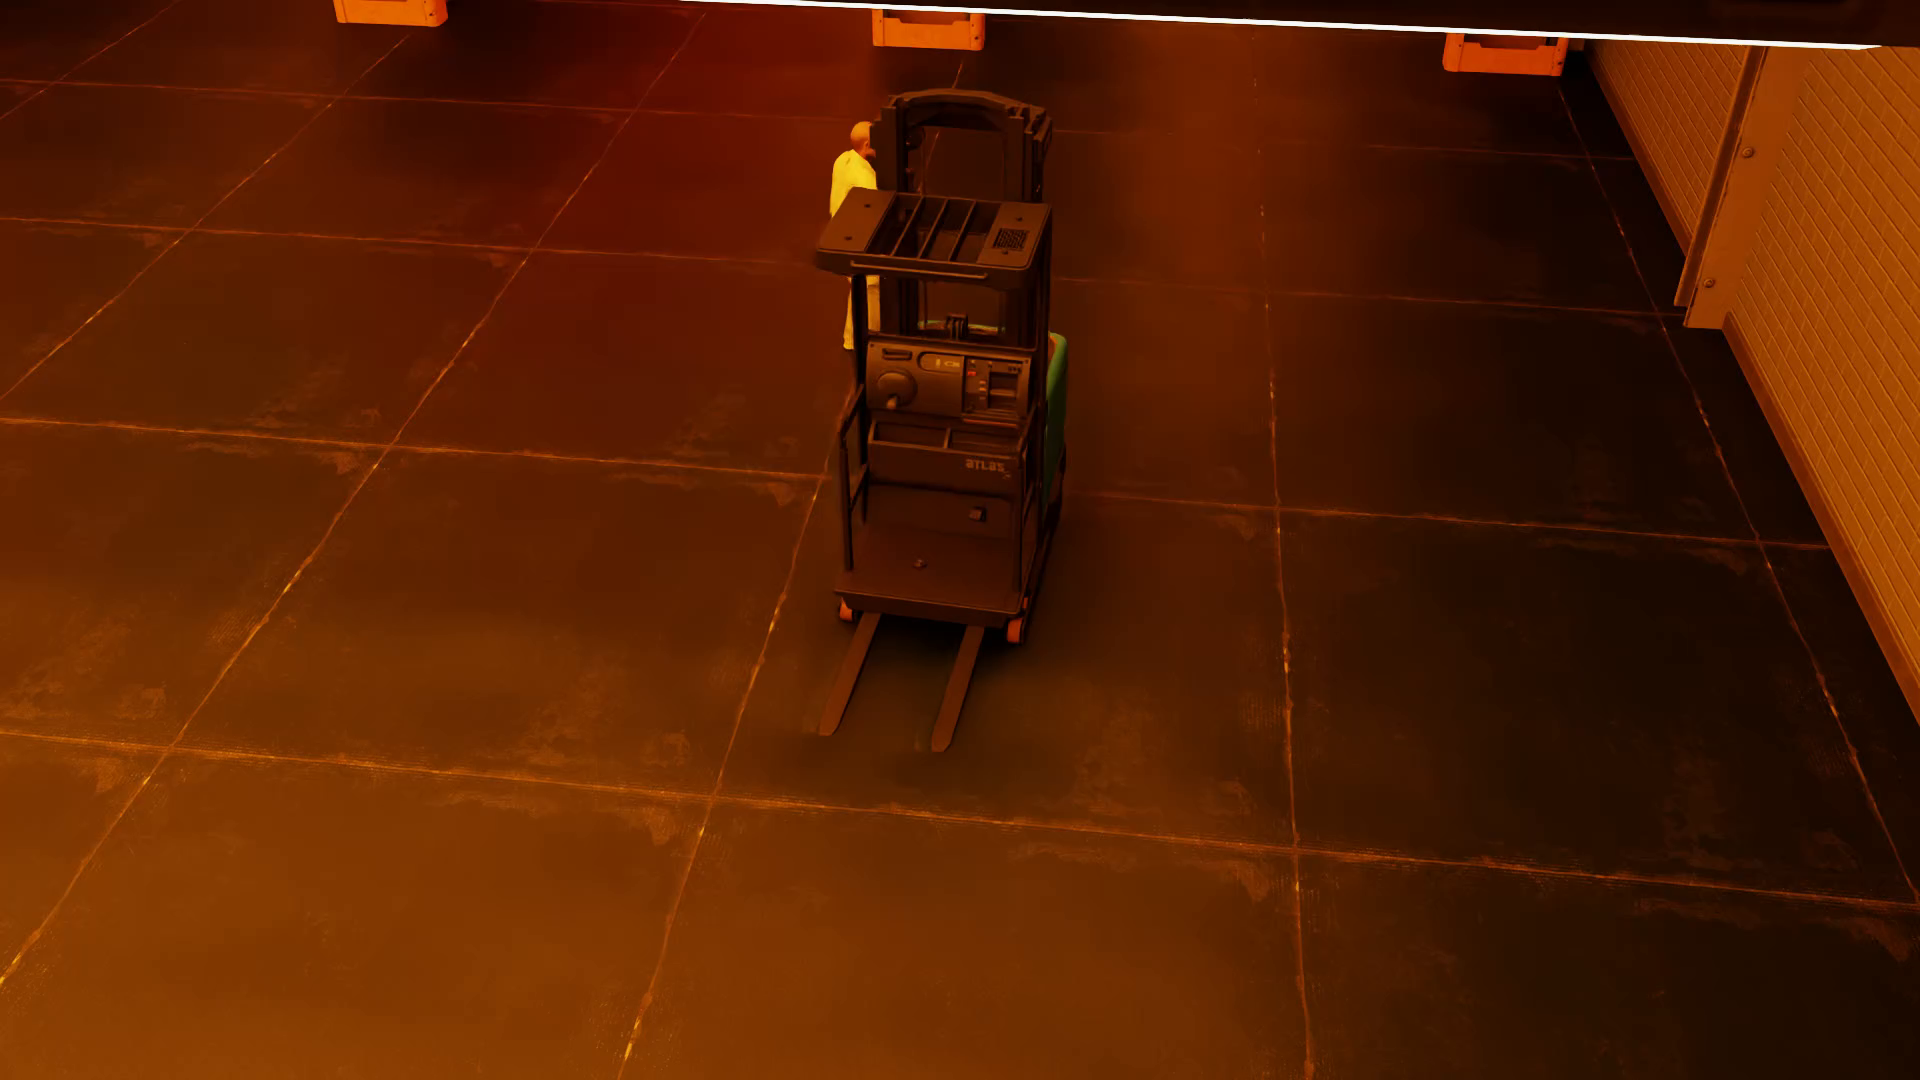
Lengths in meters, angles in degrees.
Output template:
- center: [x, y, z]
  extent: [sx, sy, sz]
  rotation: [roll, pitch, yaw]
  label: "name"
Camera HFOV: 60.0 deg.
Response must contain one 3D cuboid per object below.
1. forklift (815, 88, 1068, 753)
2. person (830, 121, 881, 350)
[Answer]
- center: [-0.108, -0.818, 9.139]
  extent: [1.130, 2.935, 3.031]
  rotation: [7, 37, 9]
  label: "forklift"
- center: [-0.690, -2.125, 11.889]
  extent: [0.430, 1.772, 0.644]
  rotation: [-12, 38, -16]
  label: "person"
